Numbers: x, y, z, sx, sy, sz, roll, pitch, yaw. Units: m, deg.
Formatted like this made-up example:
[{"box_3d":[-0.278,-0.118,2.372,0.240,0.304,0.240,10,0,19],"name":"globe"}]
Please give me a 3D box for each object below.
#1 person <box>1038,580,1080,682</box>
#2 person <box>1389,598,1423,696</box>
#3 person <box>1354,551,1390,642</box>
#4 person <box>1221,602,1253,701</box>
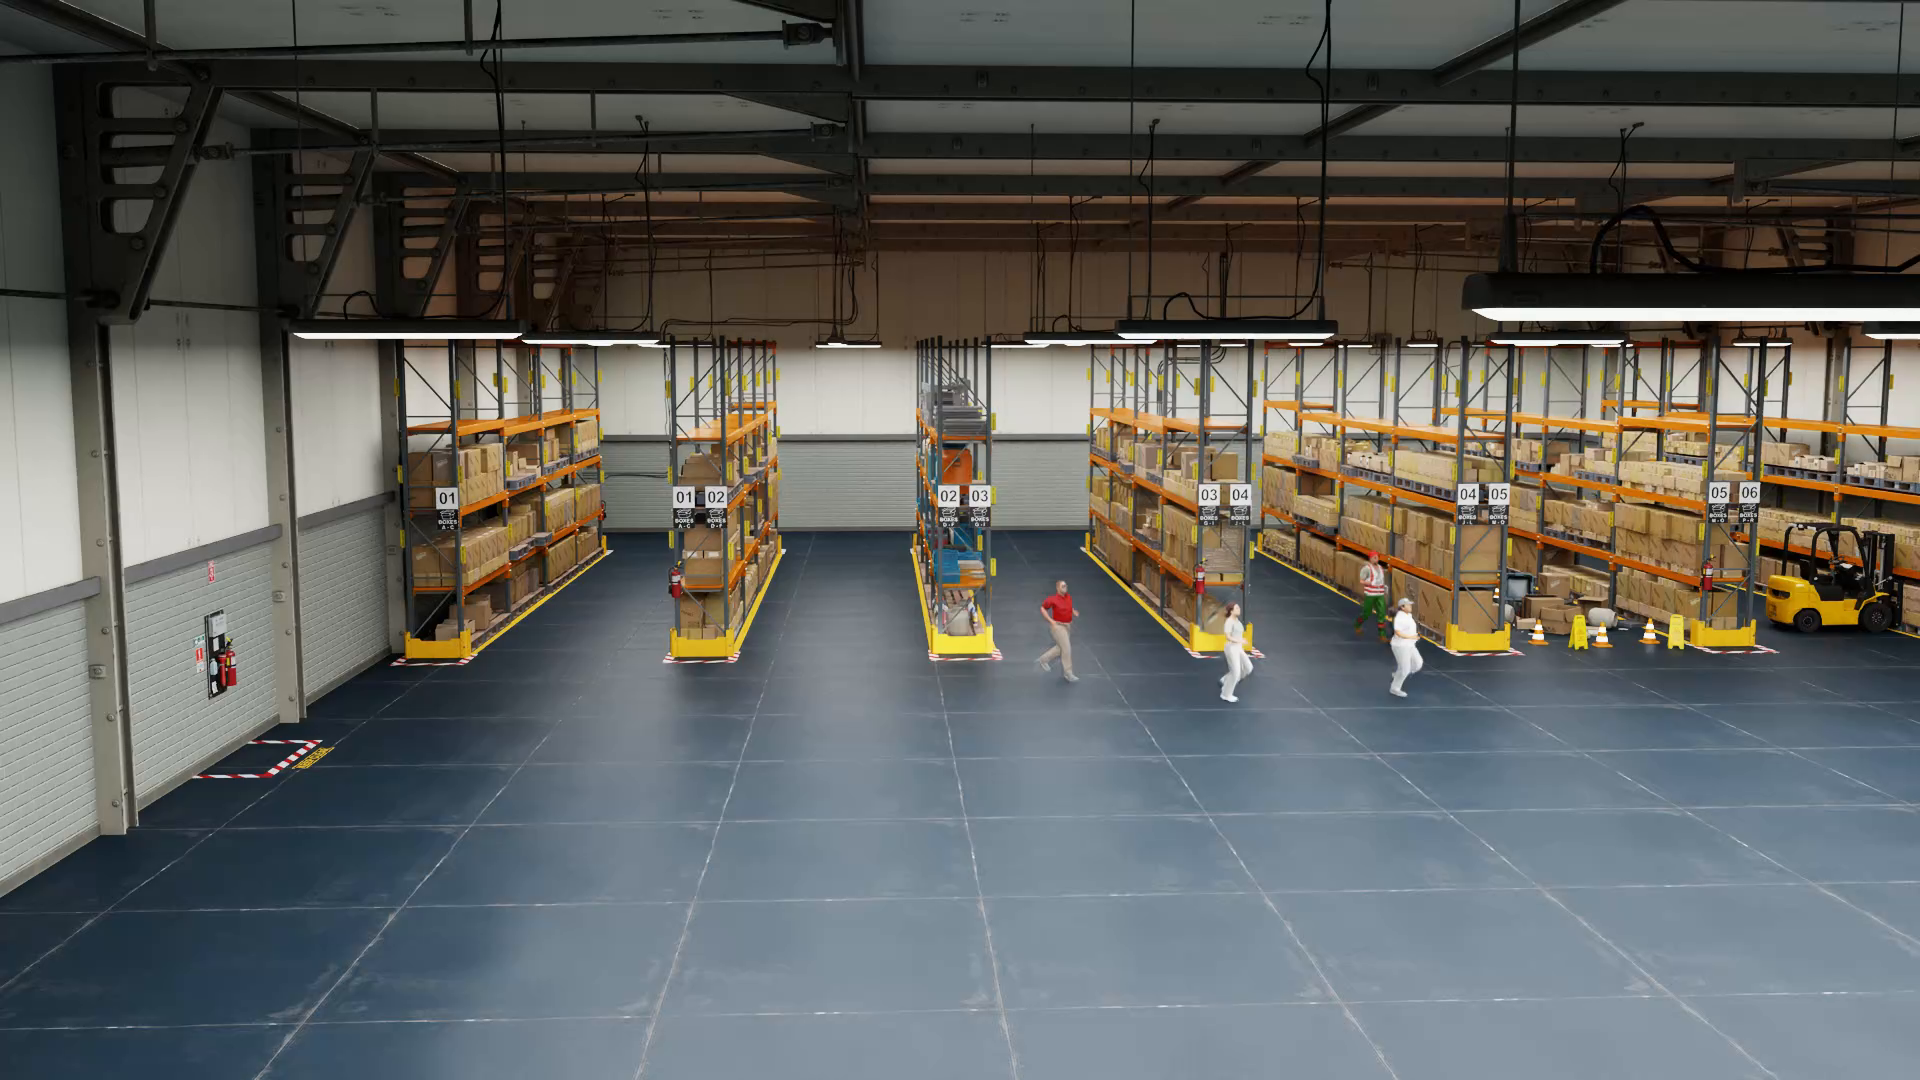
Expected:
[{"box_3d":[1.752,1.568,29.140,0.910,1.747,0.647,5,8,38],"name":"person"},{"box_3d":[7.433,1.774,27.674,0.527,1.637,0.657,4,8,33],"name":"person"},{"box_3d":[8.170,1.088,32.855,0.667,1.764,0.976,-2,7,-20],"name":"person"},{"box_3d":[4.514,1.822,27.208,0.542,1.639,0.612,3,7,28],"name":"person"}]
